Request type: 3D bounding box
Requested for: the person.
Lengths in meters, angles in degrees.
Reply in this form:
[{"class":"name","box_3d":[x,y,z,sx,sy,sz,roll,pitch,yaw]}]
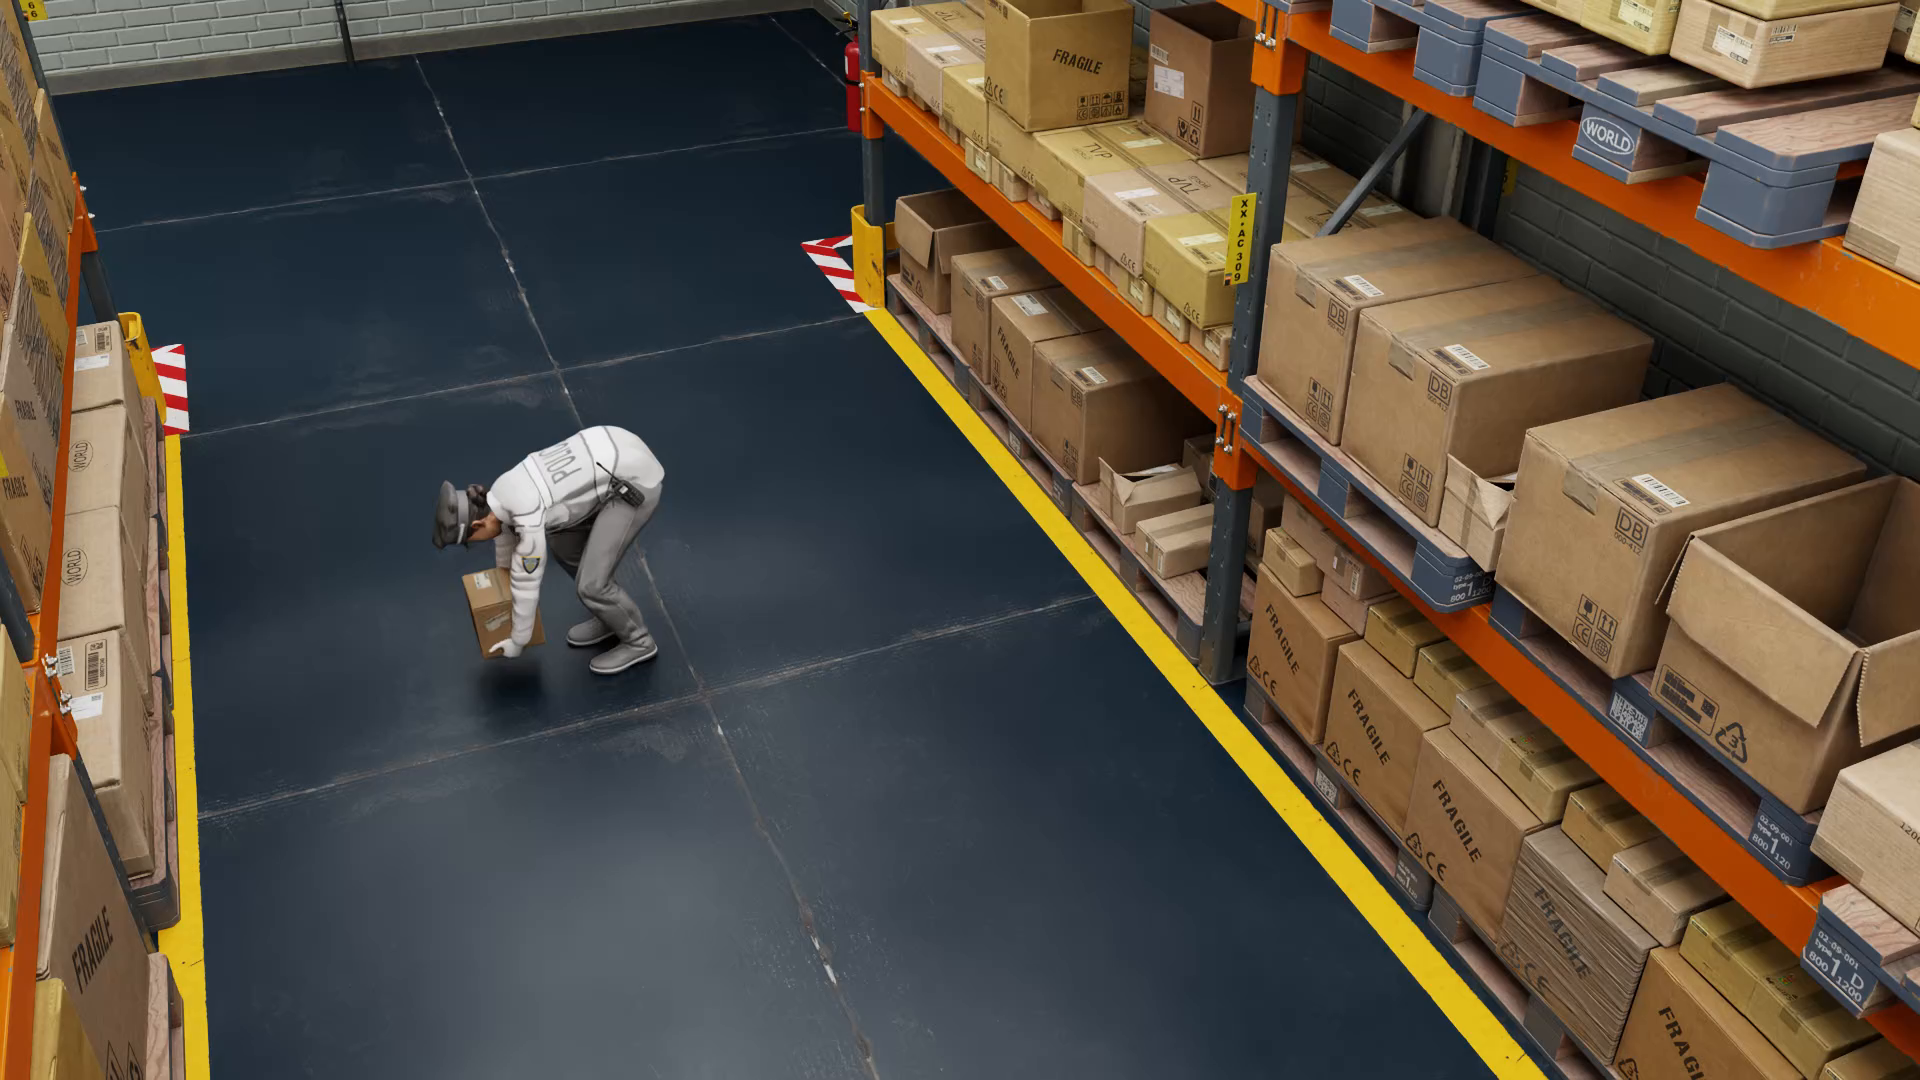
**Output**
[{"class":"person","box_3d":[-1.666,0.097,6.604,0.776,0.990,0.378,-15,36,-21]}]
